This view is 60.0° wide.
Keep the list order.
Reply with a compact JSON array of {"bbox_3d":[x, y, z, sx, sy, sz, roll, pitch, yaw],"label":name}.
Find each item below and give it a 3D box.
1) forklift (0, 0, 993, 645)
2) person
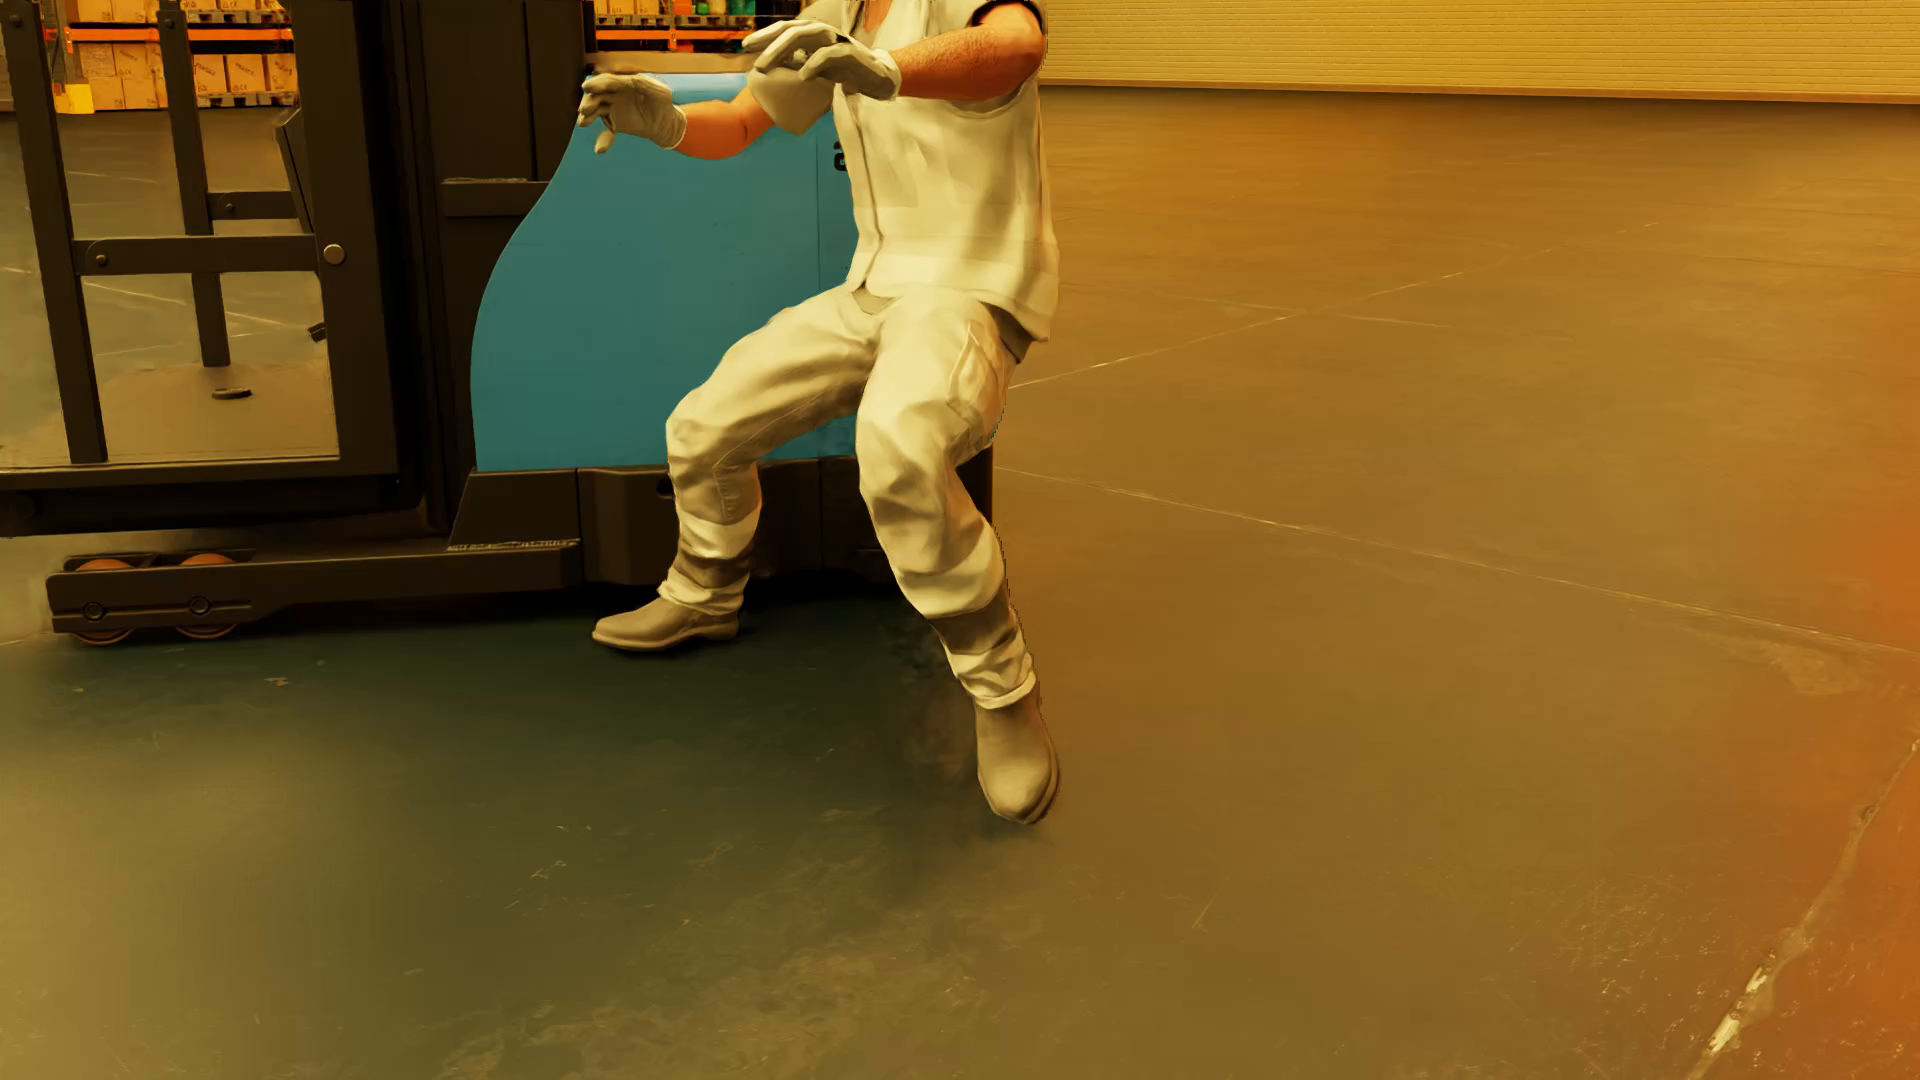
[{"bbox_3d":[-1.496,-1.362,3.383,3.031,2.935,1.130,-3,17,-10],"label":"forklift"},{"bbox_3d":[-0.216,-0.415,2.717,0.734,1.535,1.069,-9,19,-27],"label":"person"}]
